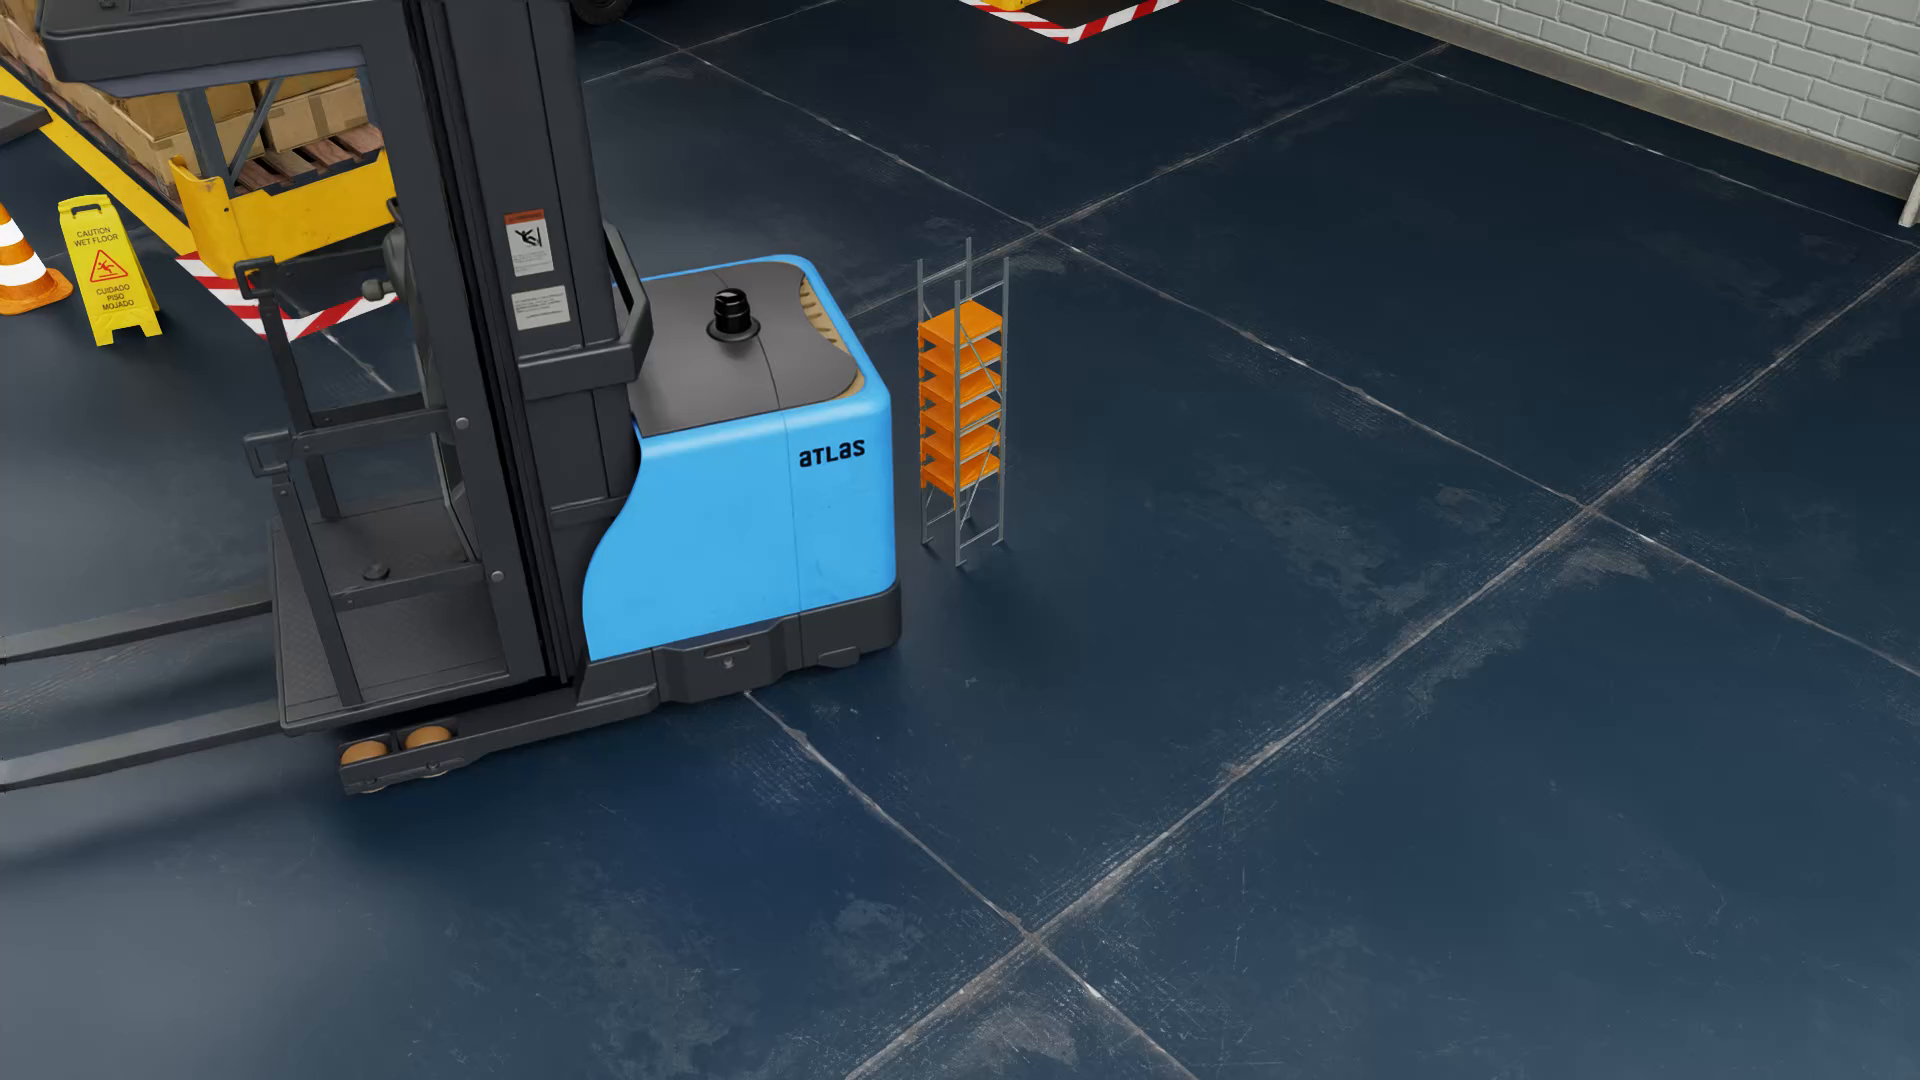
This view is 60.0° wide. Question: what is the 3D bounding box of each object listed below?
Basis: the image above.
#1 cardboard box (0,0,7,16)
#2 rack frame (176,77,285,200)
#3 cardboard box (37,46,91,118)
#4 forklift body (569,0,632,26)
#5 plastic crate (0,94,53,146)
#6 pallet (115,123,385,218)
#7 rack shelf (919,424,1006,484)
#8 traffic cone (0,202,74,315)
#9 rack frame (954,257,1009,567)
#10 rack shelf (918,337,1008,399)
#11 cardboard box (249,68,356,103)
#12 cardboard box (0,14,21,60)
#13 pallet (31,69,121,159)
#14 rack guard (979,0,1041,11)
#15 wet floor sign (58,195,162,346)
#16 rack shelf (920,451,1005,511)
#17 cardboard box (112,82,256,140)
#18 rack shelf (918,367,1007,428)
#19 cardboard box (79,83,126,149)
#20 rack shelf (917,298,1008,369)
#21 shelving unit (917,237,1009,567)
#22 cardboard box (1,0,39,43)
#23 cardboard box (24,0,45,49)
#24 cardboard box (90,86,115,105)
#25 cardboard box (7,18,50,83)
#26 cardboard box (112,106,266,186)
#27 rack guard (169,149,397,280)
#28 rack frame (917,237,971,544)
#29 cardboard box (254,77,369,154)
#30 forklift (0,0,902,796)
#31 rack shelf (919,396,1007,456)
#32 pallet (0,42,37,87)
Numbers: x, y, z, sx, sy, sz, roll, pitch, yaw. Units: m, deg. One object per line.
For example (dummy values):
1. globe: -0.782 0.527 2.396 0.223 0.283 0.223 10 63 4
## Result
1. cardboard box: -5.182 -3.263 9.161 0.500 0.500 0.500 -28 47 -30
2. rack frame: -3.048 -2.657 7.153 1.000 3.000 0.127 -30 48 -32
3. cardboard box: -4.495 -2.494 8.804 0.500 0.250 0.500 -32 49 -33
4. forklift body: -2.021 -4.540 10.160 2.313 2.155 1.214 -30 48 -32
5. plastic crate: -5.295 -2.298 9.031 0.583 0.080 0.402 18 42 21
6. pallet: -3.623 -1.999 8.557 1.003 0.211 1.213 -30 48 -32
7. rack shelf: 0.010 -0.332 5.968 0.258 0.103 0.180 -30 48 -32
8. traffic cone: -4.289 -1.321 7.517 0.336 0.463 0.334 -30 48 -32
9. rack frame: 0.072 -0.418 5.812 0.240 1.200 0.006 -30 48 -32
10. rack shelf: 0.010 -0.612 5.742 0.258 0.103 0.180 -30 48 -32
11. cardboard box: -3.406 -2.544 8.270 0.500 0.500 0.500 -32 49 -33
12. cardboard box: -5.184 -2.972 9.397 0.500 0.250 0.500 -27 46 -30
13. pallet: -4.444 -2.563 9.255 1.003 0.211 1.213 -30 48 -32
14. rack guard: 0.622 -3.785 10.538 1.175 0.500 0.348 -30 48 -32
15. wet floor sign: -3.708 -1.199 7.221 0.267 0.644 0.232 -15 41 -17
16. rack shelf: 0.010 -0.239 6.043 0.258 0.103 0.180 -30 48 -32
17. cardboard box: -3.782 -2.303 7.971 0.500 0.500 0.500 -30 47 -31
18. rack shelf: 0.010 -0.519 5.817 0.258 0.103 0.180 -30 48 -32
19. cardboard box: -4.137 -2.254 8.507 0.500 0.250 0.500 -30 48 -32
20. rack shelf: 0.010 -0.706 5.666 0.258 0.103 0.180 -30 48 -32
21. shelving unit: 0.010 -0.460 5.865 0.258 1.200 0.189 -30 48 -32
22. cardboard box: -4.833 -3.023 8.863 0.500 0.500 0.500 -27 46 -30
23. cardboard box: -4.473 -2.779 8.561 0.500 0.500 0.500 -31 48 -33
24. cardboard box: -4.137 -2.543 8.268 0.500 0.500 0.500 -28 47 -30
25. cardboard box: -4.823 -2.728 9.094 0.500 0.250 0.500 -31 48 -32
26. cardboard box: -3.809 -2.022 8.220 0.500 0.250 0.500 -30 48 -32
27. rack guard: -3.099 -1.720 7.982 1.175 0.500 0.348 -30 48 -32
28. rack frame: -0.052 -0.502 5.917 0.240 1.200 0.006 -30 48 -32
29. cardboard box: -3.390 -2.242 8.492 0.500 0.250 0.500 -30 48 -32
30. forklift: -1.773 -0.717 4.805 3.031 2.935 1.130 -13 41 -16
31. rack shelf: 0.010 -0.426 5.893 0.258 0.103 0.180 -30 48 -32
32. pallet: -5.273 -3.128 9.955 1.003 0.211 1.213 -30 48 -32
